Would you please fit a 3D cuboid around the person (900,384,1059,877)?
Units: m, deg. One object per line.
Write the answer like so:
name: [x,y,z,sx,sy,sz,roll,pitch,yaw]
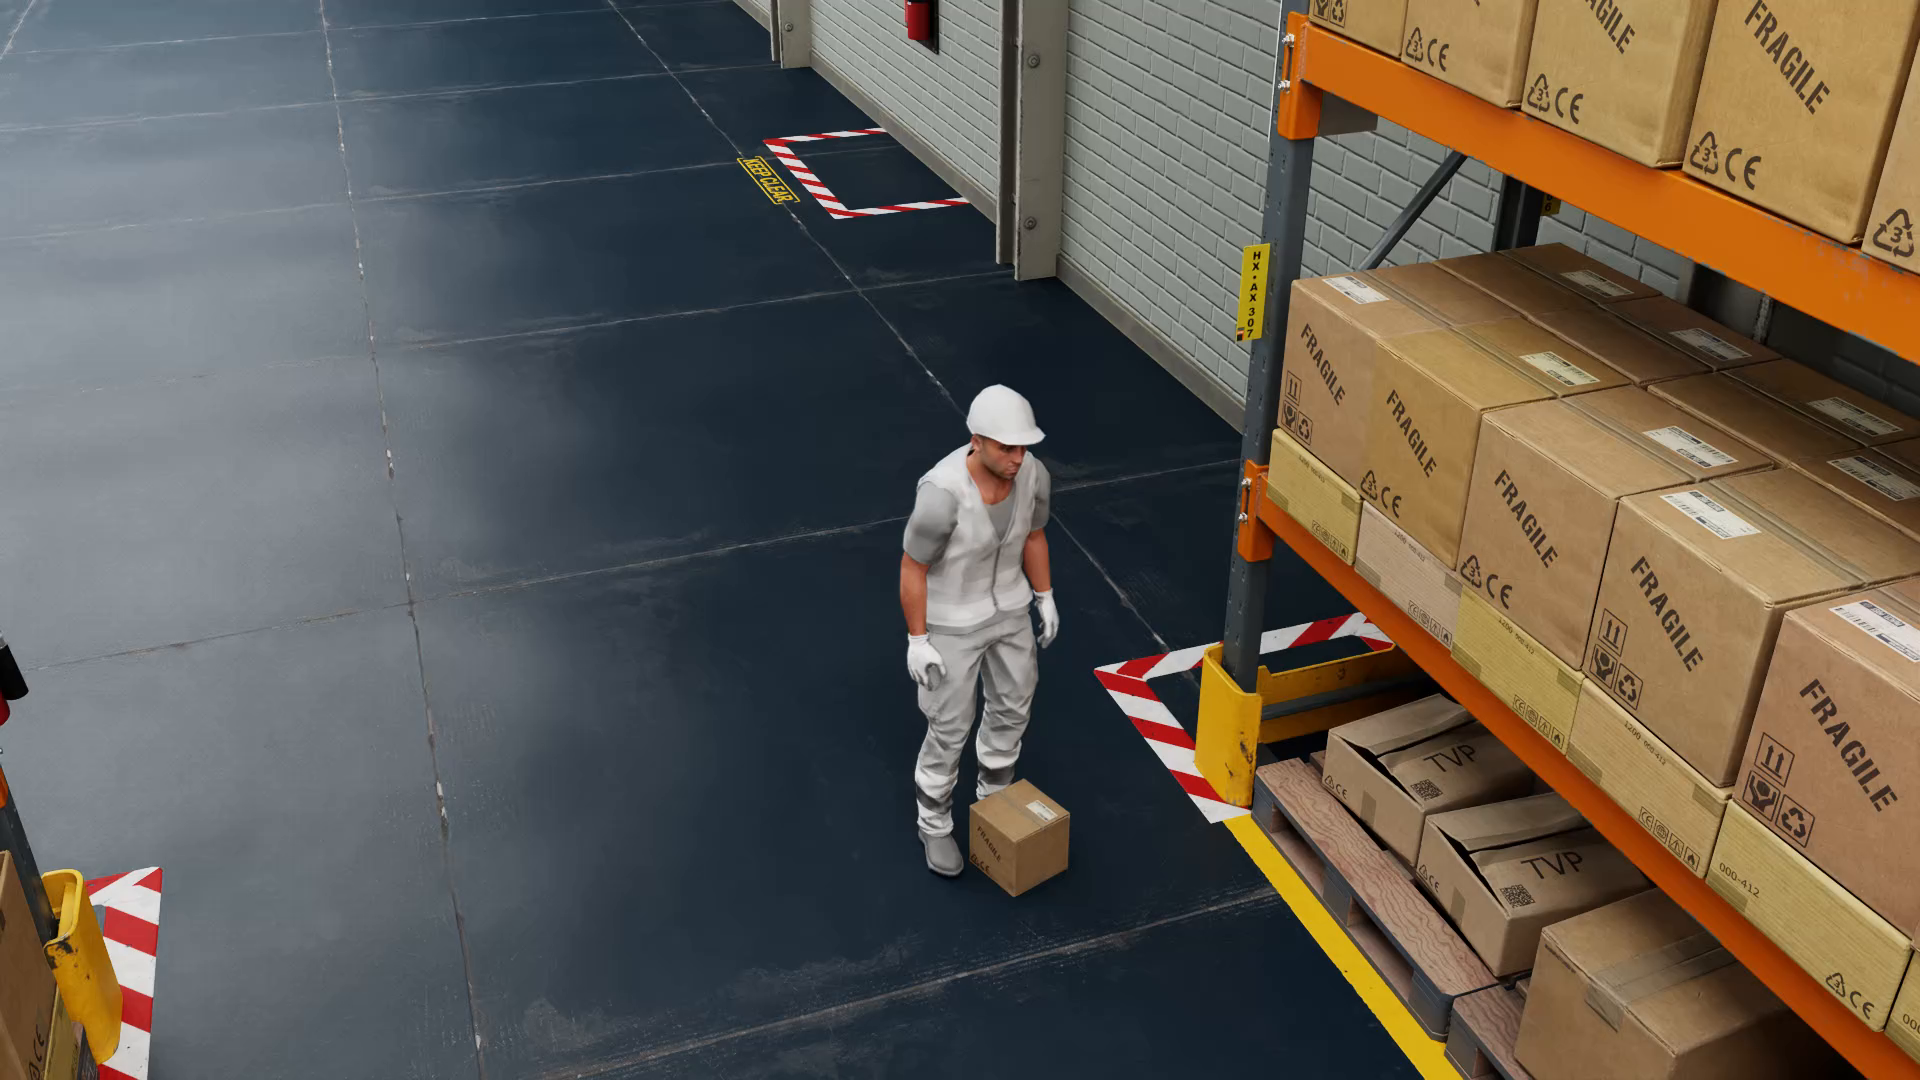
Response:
person: [0.077,0.288,5.606,0.610,1.779,0.455,-18,34,-29]
